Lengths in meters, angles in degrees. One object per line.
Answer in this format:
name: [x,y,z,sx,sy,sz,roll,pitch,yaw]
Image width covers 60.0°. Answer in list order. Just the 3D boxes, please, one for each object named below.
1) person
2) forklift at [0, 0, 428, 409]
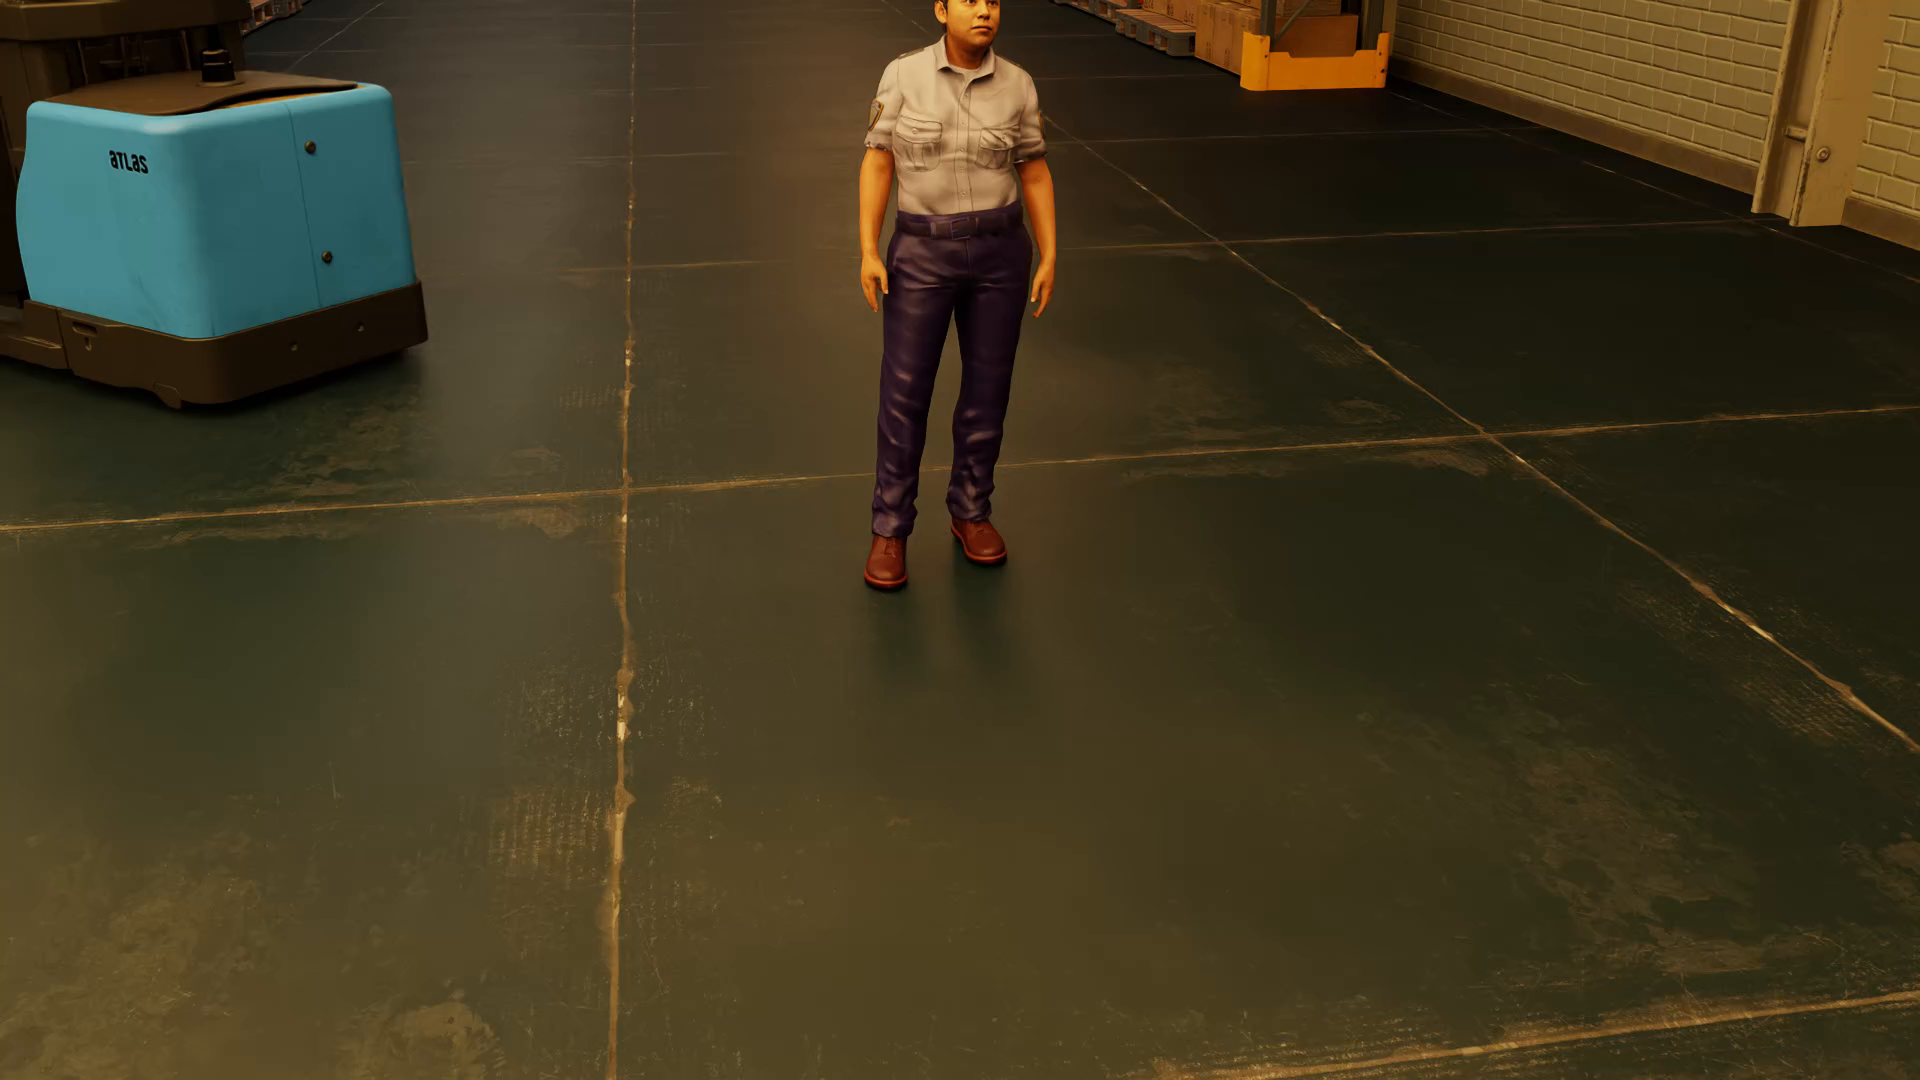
person: [-0.007,-0.726,4.613,0.598,1.651,0.502,-4,24,-9]
forklift: [-3.672,-2.246,6.536,3.031,2.935,1.130,14,27,29]
